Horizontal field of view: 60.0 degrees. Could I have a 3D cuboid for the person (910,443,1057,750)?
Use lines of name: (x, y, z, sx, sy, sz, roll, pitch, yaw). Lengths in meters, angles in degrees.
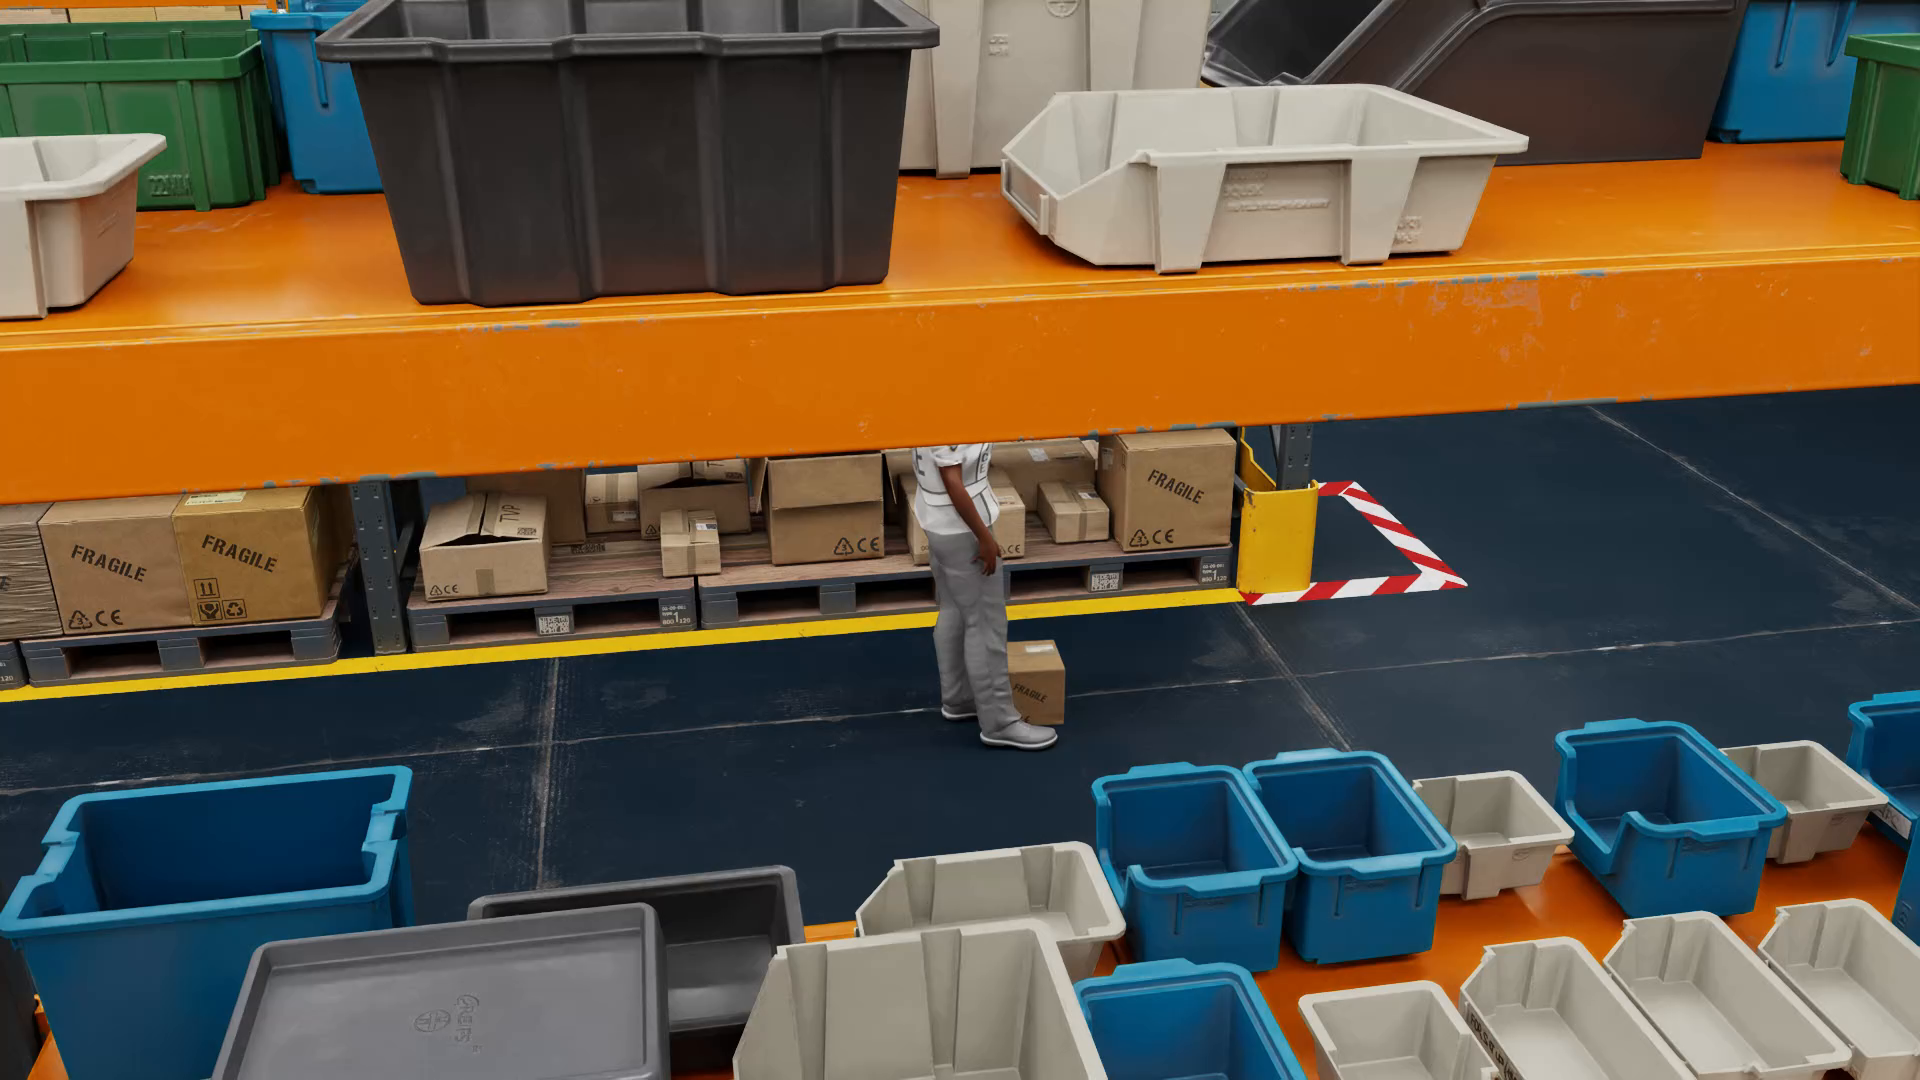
person: (0.071, -0.074, 6.205, 0.530, 1.695, 0.569, -4, 24, -10)
